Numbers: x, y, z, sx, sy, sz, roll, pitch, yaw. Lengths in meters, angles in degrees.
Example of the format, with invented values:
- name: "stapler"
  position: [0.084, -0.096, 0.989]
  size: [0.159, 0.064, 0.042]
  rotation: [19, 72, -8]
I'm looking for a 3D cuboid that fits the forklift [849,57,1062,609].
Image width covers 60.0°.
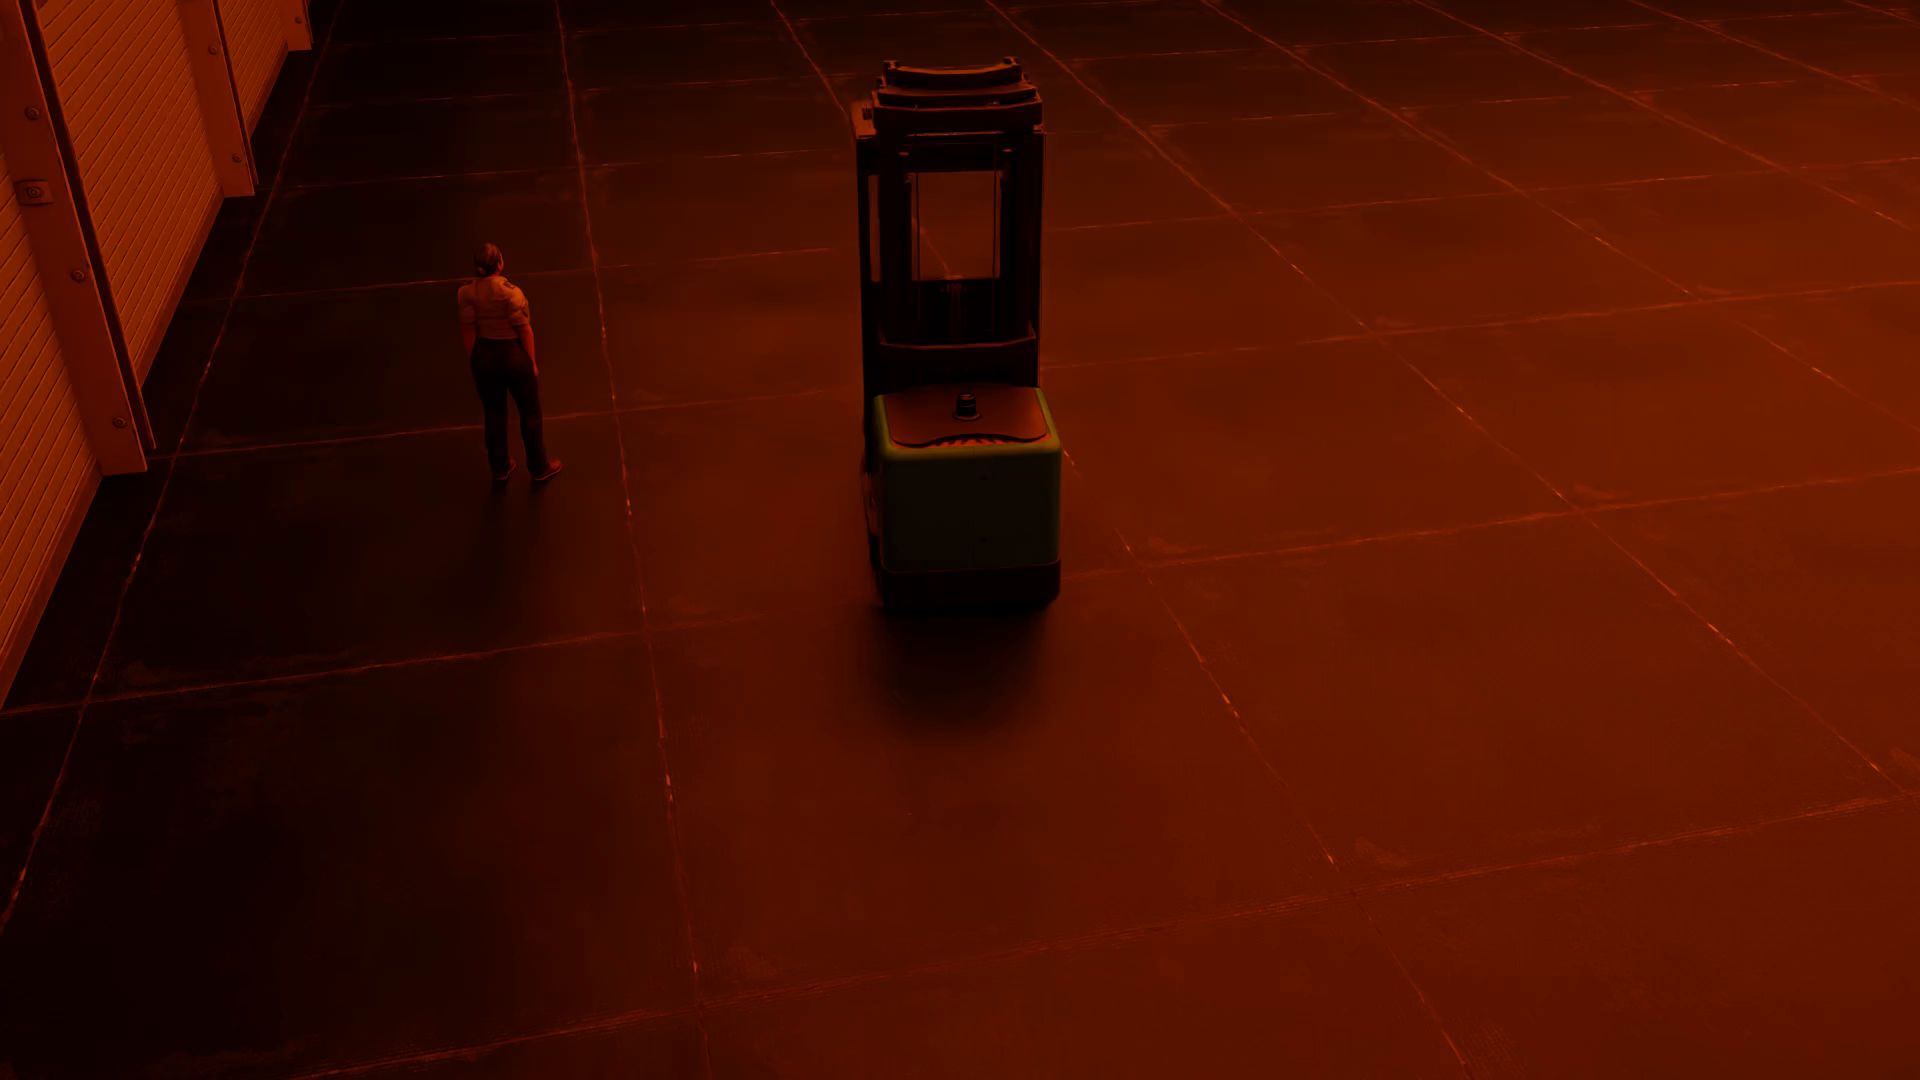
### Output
- name: "forklift"
  position: [-0.089, -1.584, 10.311]
  size: [1.130, 2.935, 3.031]
  rotation: [-3, 30, -5]

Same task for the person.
- name: "person"
  position: [-2.964, -1.153, 10.855]
  size: [0.481, 1.649, 0.355]
  rotation: [3, 30, 6]
